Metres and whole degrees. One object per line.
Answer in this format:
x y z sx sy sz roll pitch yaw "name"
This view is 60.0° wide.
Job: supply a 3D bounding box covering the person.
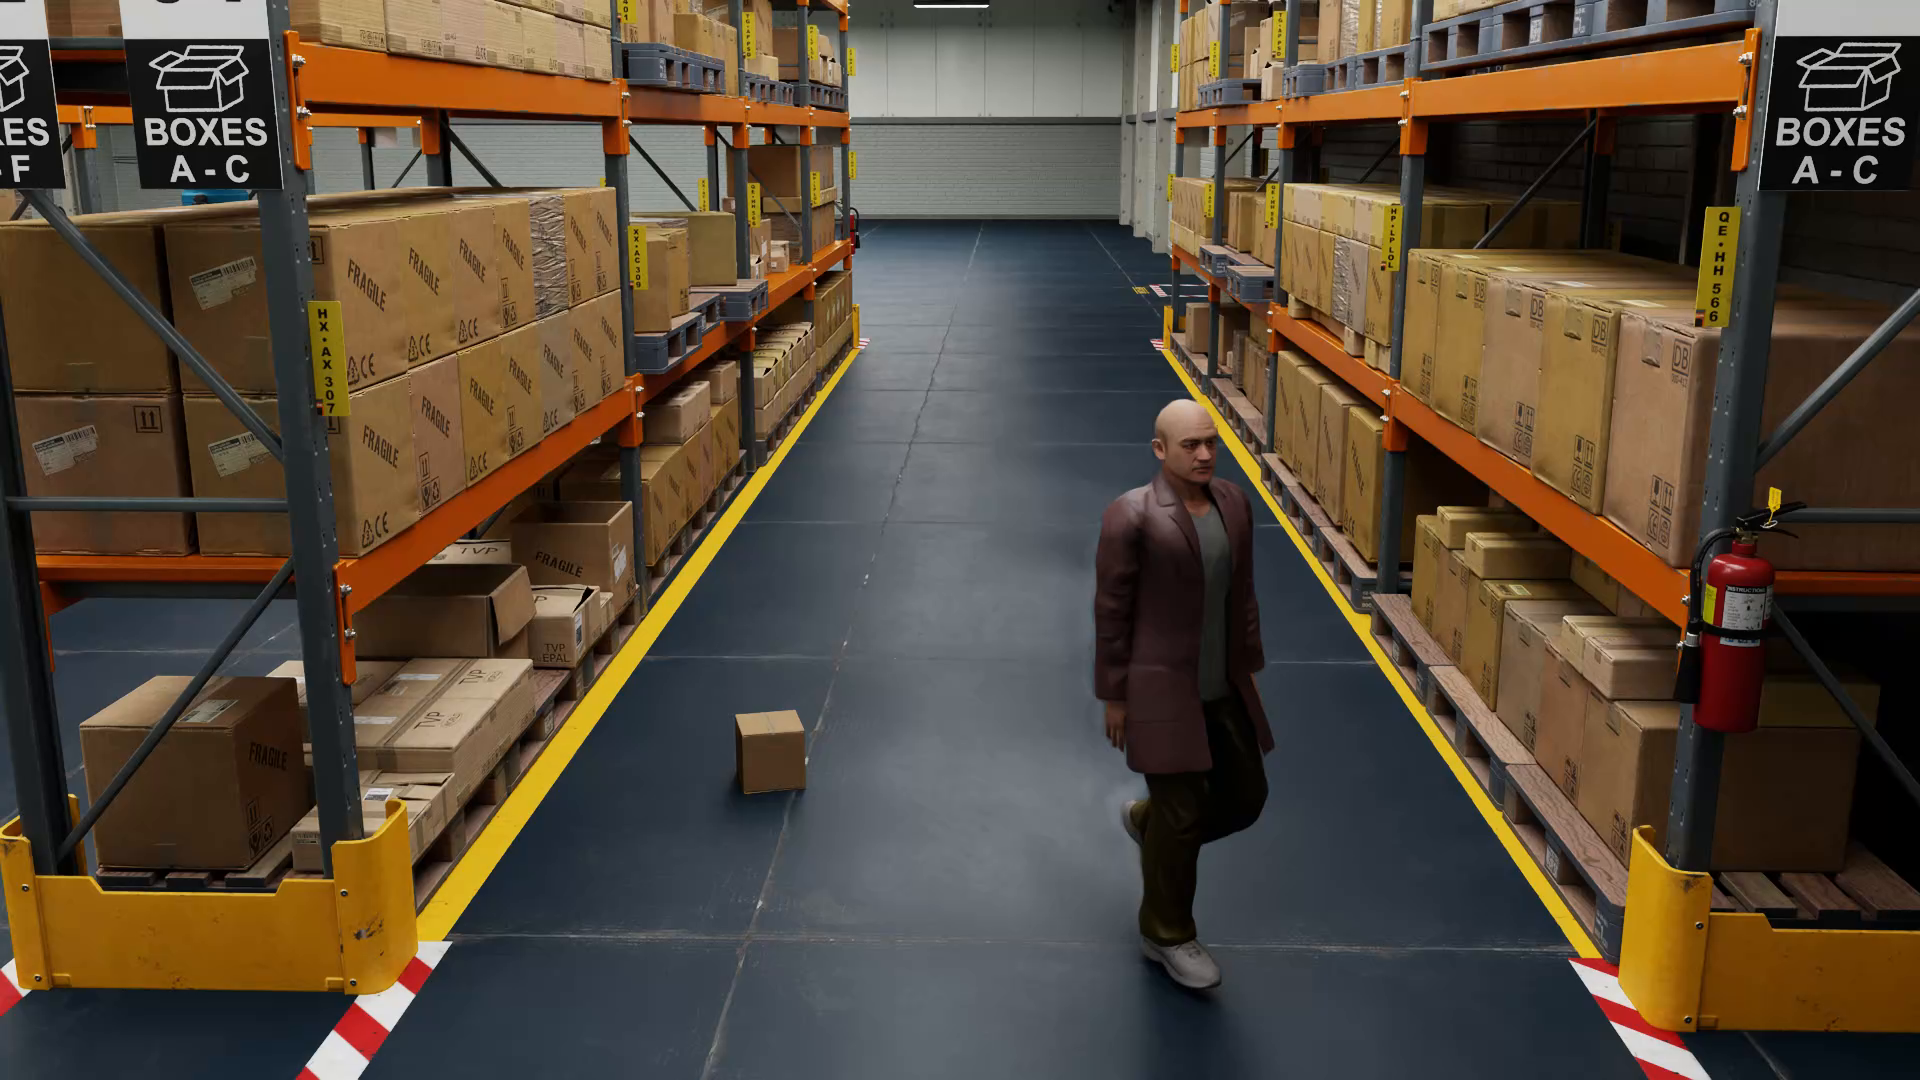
0.672 0.440 5.122 0.587 1.766 0.669 -8 16 -31 "person"
